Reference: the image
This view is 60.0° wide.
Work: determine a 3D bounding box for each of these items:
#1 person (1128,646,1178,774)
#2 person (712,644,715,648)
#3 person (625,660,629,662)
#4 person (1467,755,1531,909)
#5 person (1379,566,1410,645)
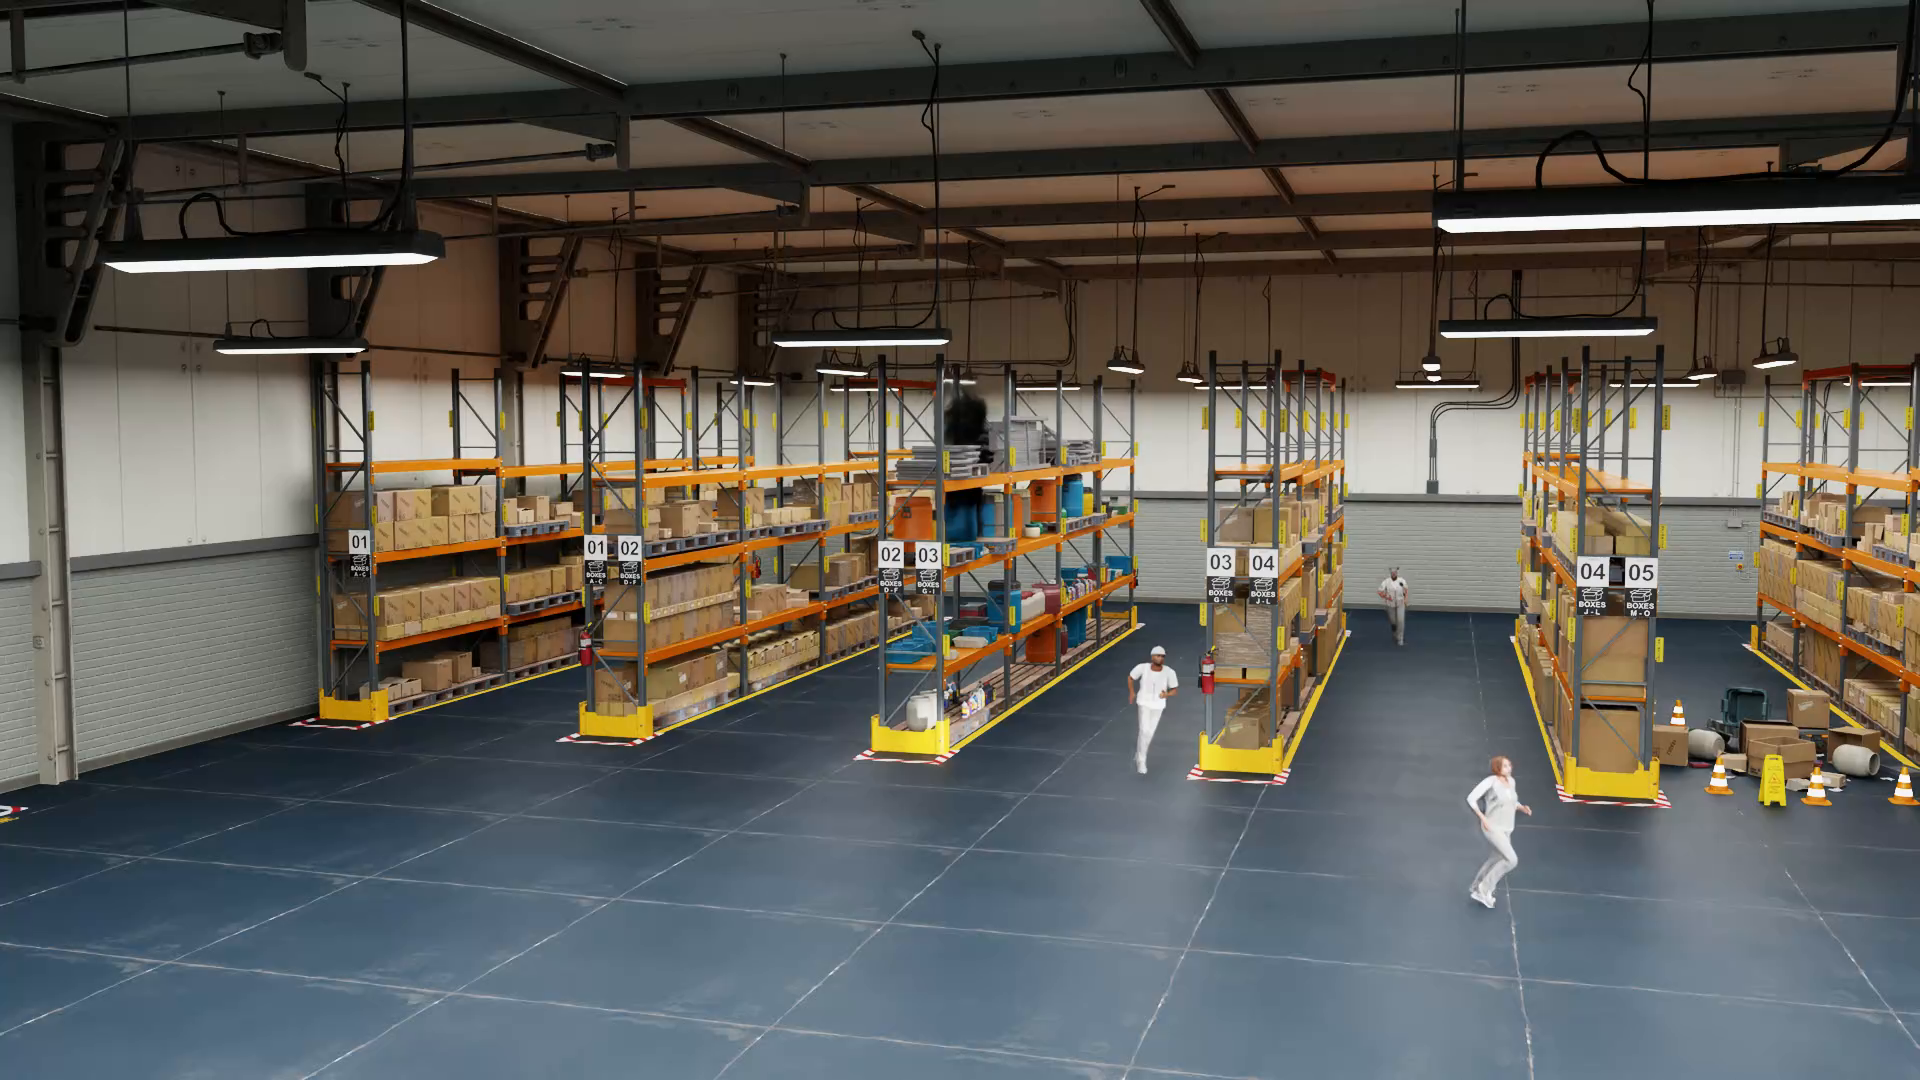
[{"bbox_3d":[2.787,2.420,23.971,0.693,1.794,0.785,-1,4,-8],"label":"person"},{"bbox_3d":[-5.256,1.727,34.443,0.497,1.698,0.818,0,4,6],"label":"person"},{"bbox_3d":[-6.078,1.961,30.919,0.600,1.669,0.892,1,4,7],"label":"person"},{"bbox_3d":[5.552,2.989,17.080,0.512,1.578,0.631,-3,5,-38],"label":"person"},{"bbox_3d":[9.796,1.457,37.575,0.668,1.761,0.889,1,4,10],"label":"person"}]
